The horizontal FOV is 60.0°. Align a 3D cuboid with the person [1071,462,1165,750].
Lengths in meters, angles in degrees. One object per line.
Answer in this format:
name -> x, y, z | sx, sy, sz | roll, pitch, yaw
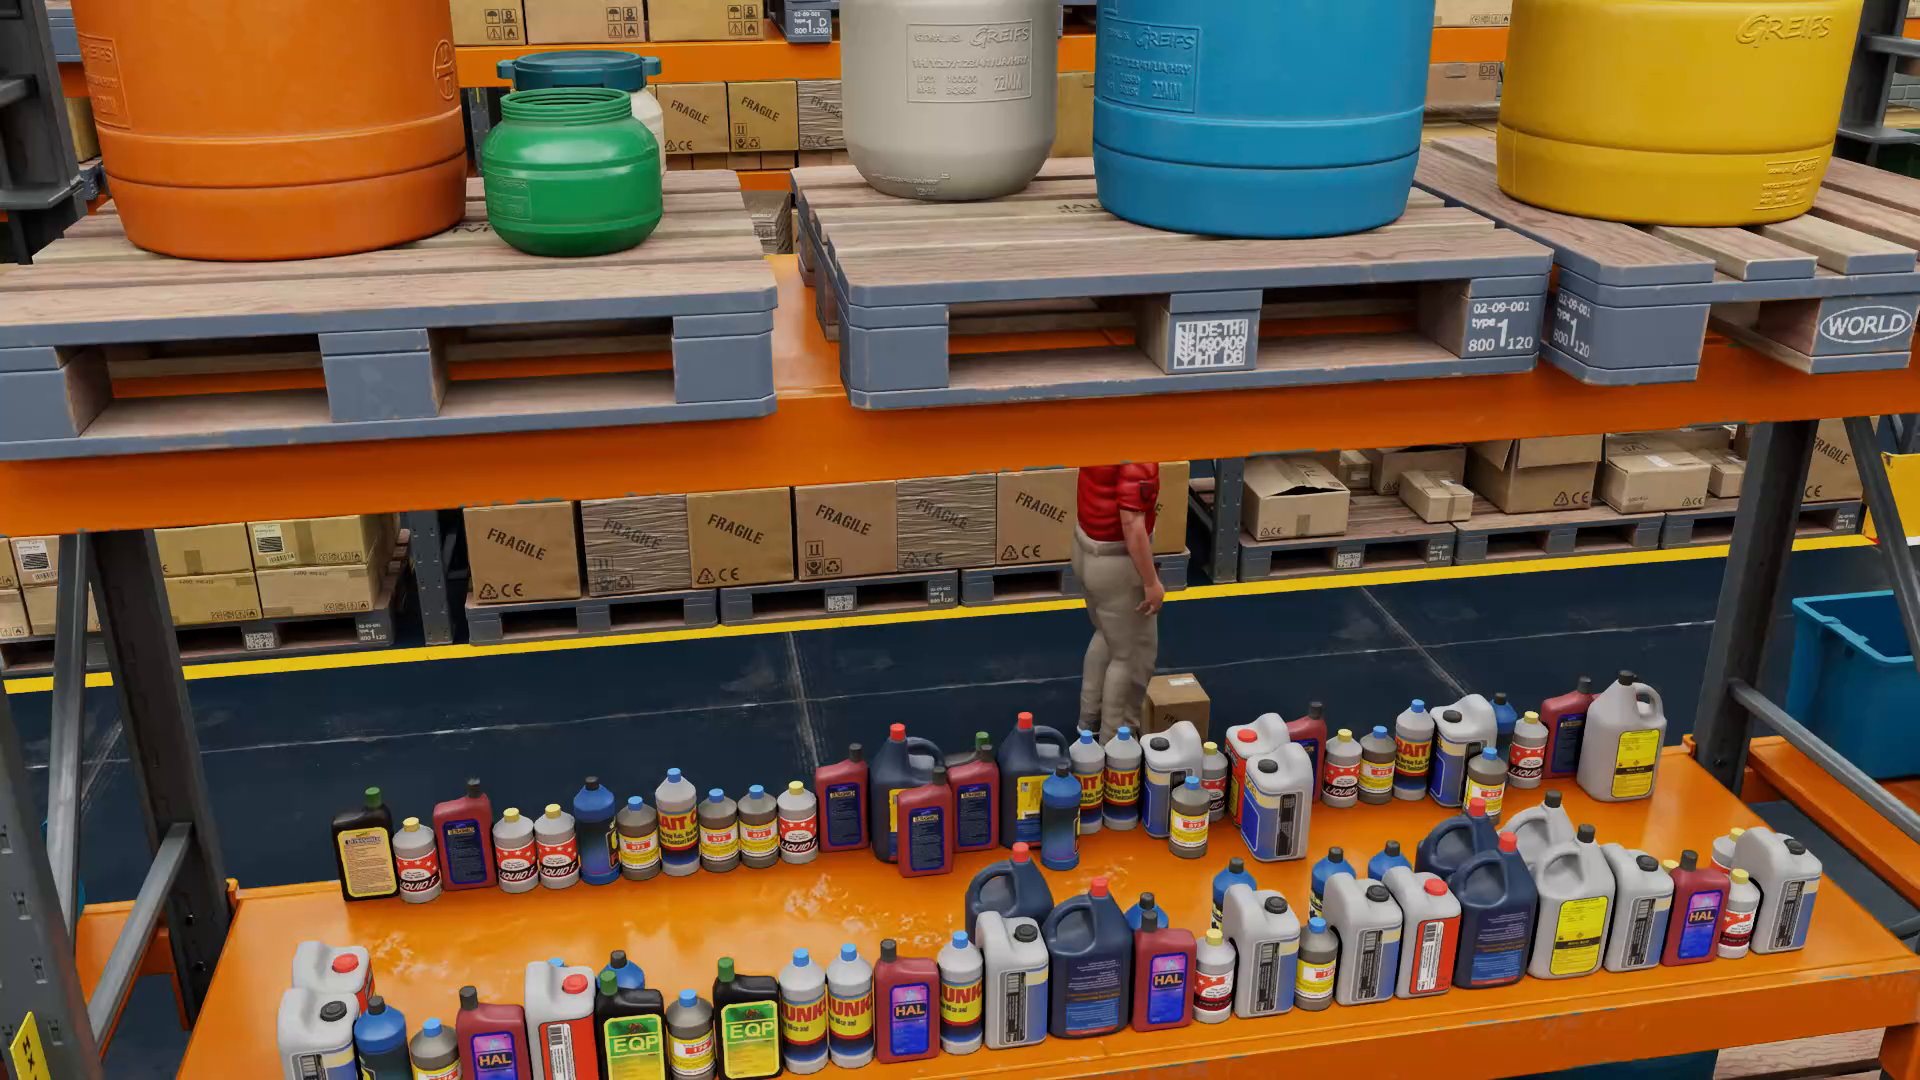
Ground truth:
person -> 0.673, 0.093, 6.895 | 0.384, 1.728, 0.603 | -5, 24, -12
